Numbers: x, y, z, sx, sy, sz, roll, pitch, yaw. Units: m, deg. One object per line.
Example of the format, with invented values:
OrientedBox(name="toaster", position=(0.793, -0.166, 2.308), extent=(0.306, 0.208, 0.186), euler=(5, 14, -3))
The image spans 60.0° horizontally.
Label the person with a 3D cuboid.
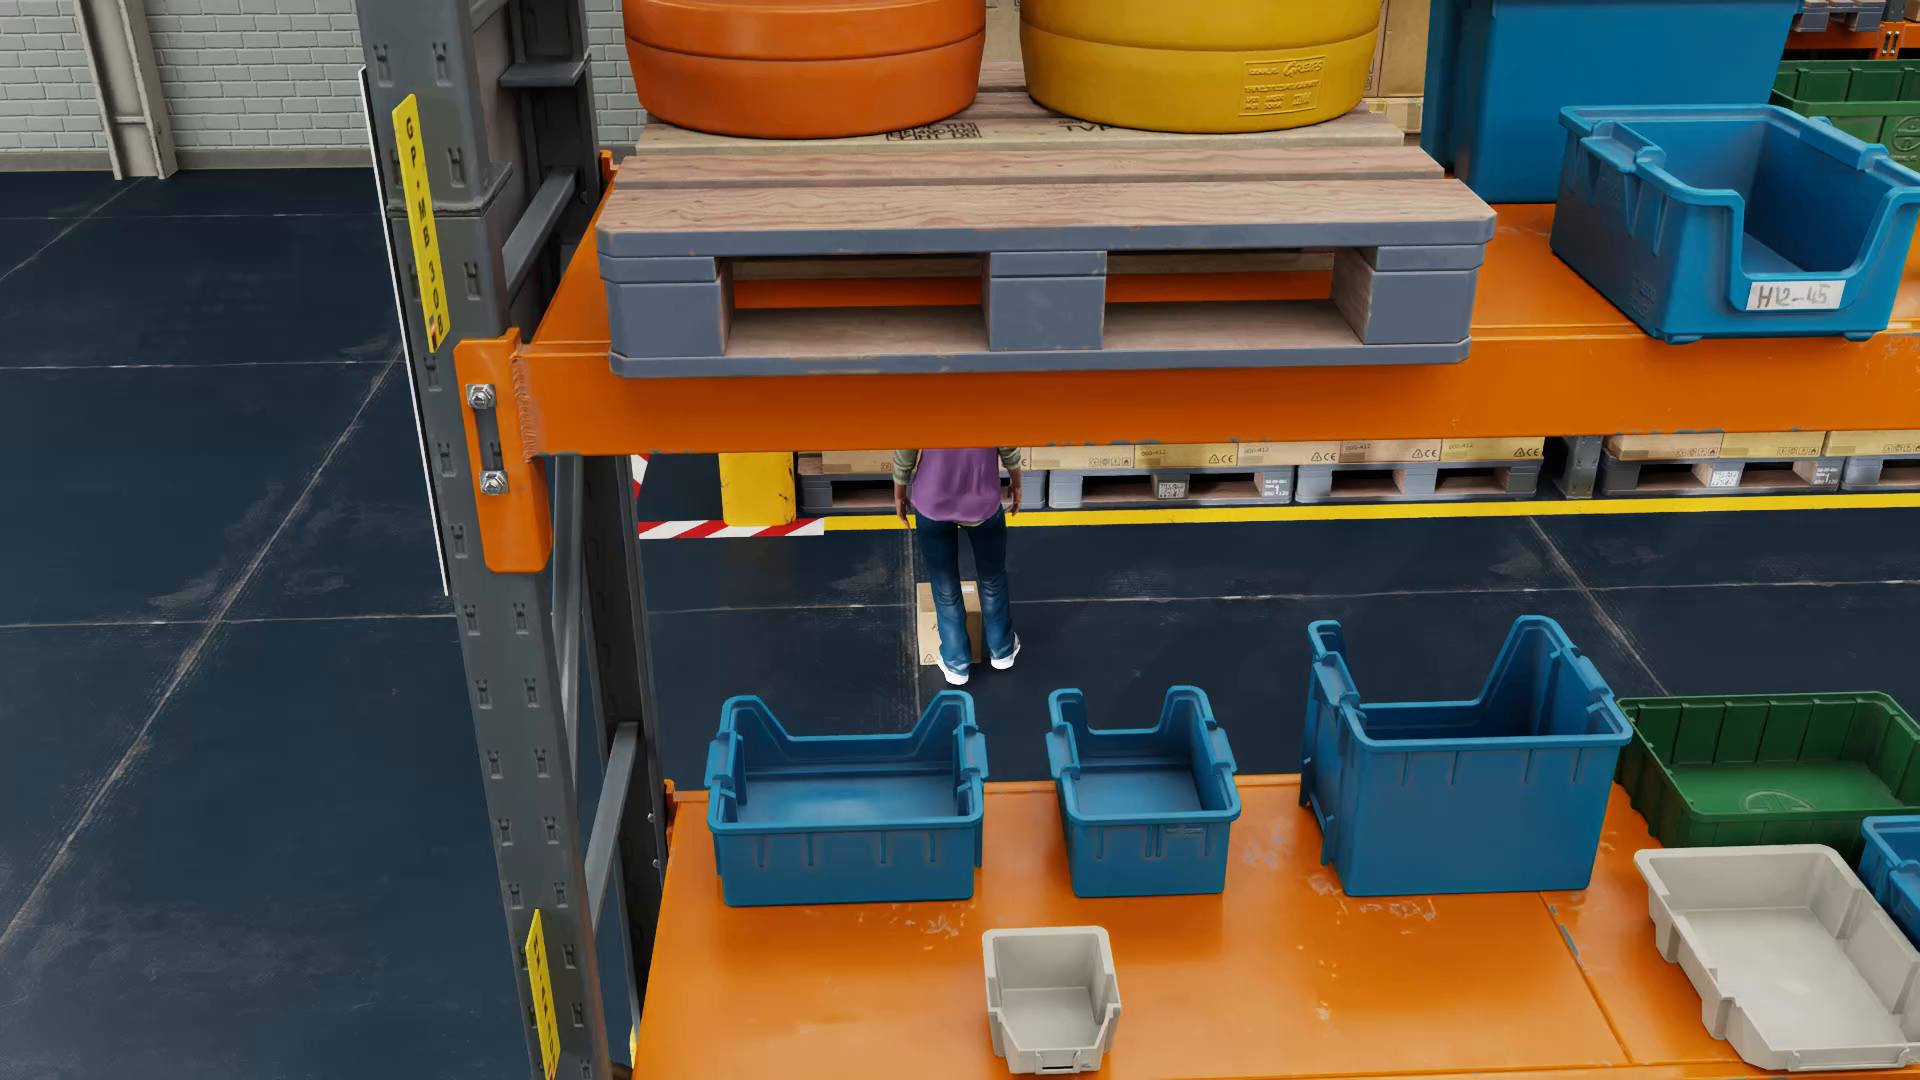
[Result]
OrientedBox(name="person", position=(-0.001, -0.172, 6.435), extent=(0.519, 1.598, 0.475), euler=(-1, 28, -3))
